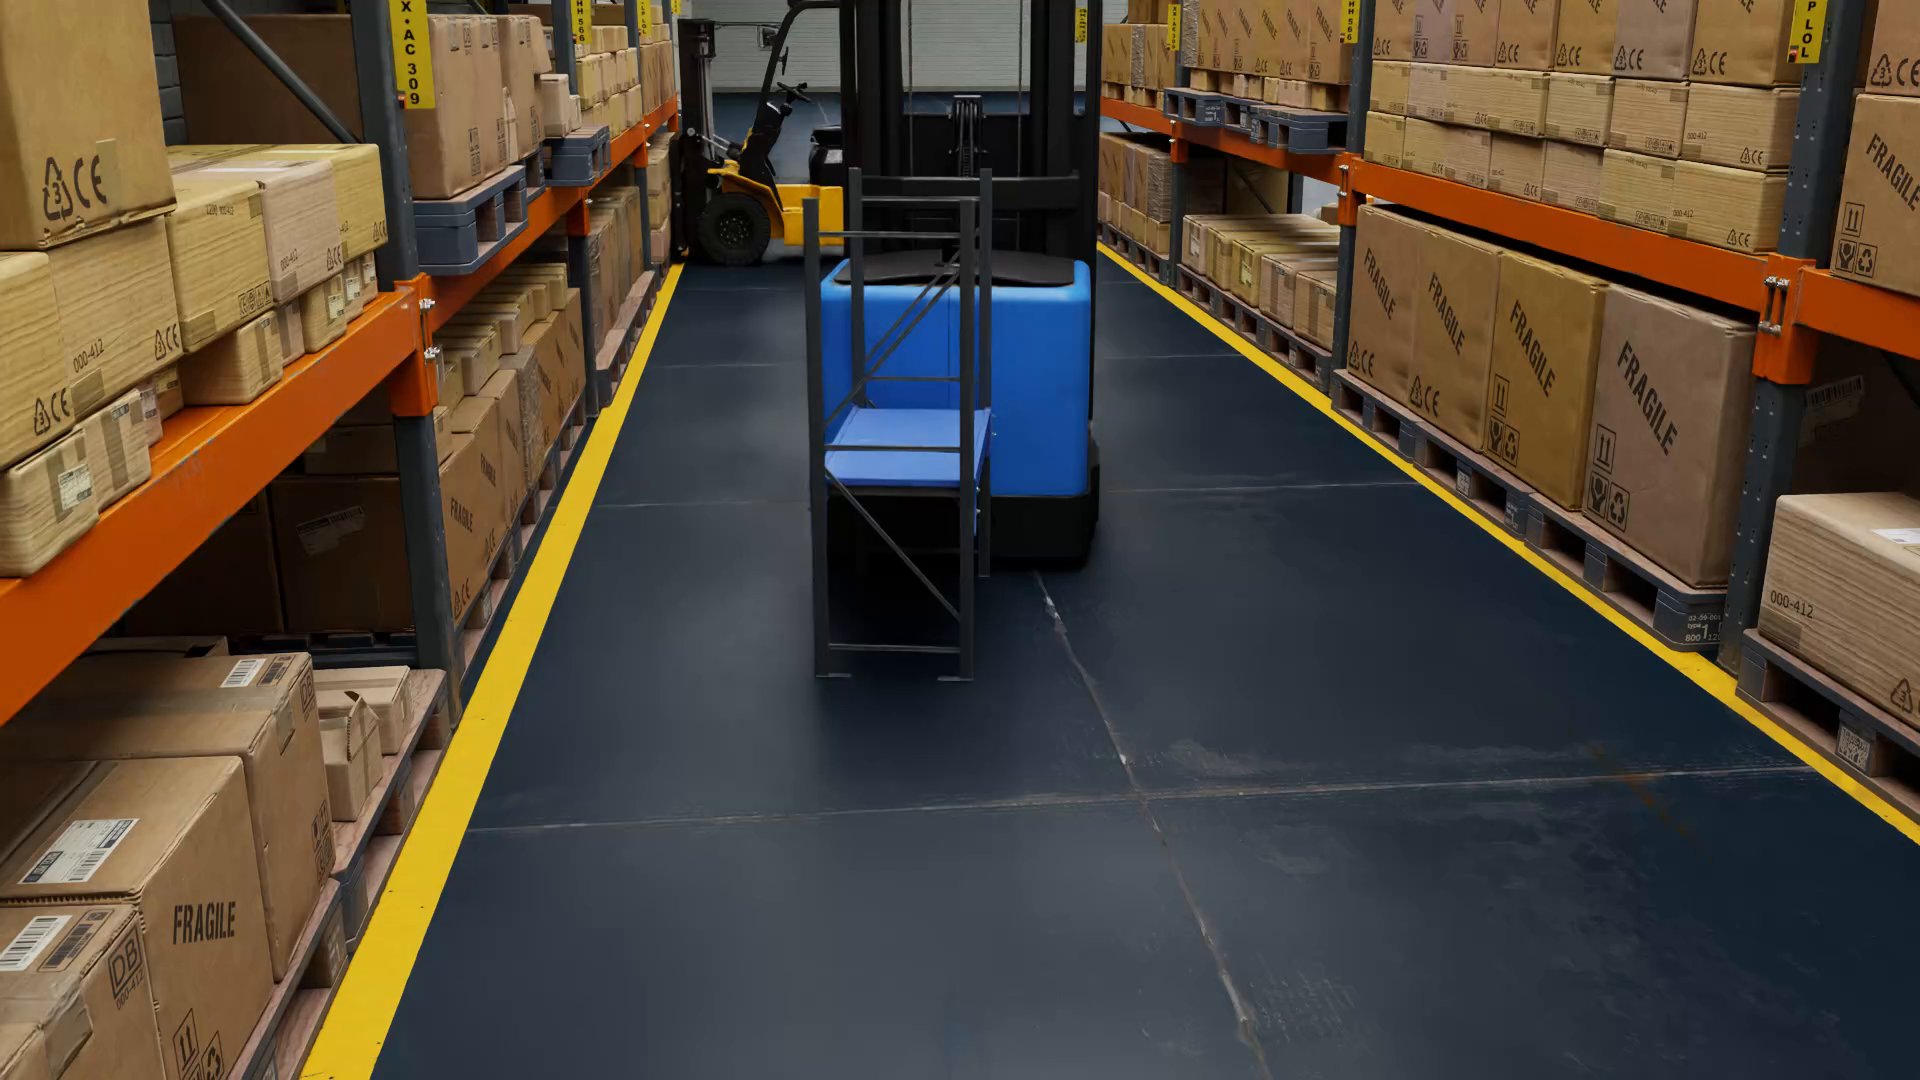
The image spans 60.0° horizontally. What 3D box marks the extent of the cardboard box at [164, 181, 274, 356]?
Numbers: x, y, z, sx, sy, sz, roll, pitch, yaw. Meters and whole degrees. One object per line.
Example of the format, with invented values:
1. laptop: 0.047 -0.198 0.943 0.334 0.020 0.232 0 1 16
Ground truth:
1. cardboard box: -1.585 -0.498 3.010 0.500 0.250 0.500 -2 18 -6

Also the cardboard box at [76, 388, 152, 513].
1. cardboard box: -1.464 -0.128 2.496 0.380 0.149 0.250 -1 17 -4

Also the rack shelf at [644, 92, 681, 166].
1. rack shelf: -3.016 -3.506 14.038 1.077 0.370 4.000 -2 18 -6

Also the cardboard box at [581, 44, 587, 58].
1. cardboard box: -2.166 -2.602 8.708 0.380 0.149 0.250 -1 17 -4

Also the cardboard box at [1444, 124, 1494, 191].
1. cardboard box: 2.459 -1.682 7.277 0.500 0.250 0.500 -1 17 -4

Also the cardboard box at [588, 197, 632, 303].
1. cardboard box: -2.672 -1.934 11.093 0.875 0.625 0.625 -2 18 -6

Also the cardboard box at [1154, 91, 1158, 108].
1. cardboard box: 1.797 -3.603 13.565 0.380 0.149 0.250 -2 18 -6

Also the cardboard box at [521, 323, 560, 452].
1. cardboard box: -2.042 -0.645 7.195 0.500 0.500 0.500 -1 17 -3

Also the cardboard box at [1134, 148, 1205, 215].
1. cardboard box: 1.745 -2.973 13.778 0.500 0.500 0.500 -1 17 -5

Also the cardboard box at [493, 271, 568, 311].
1. cardboard box: -2.035 -1.159 7.750 0.380 0.149 0.250 -3 18 -9

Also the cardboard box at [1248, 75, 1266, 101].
1. cardboard box: 2.033 -2.846 10.453 0.380 0.149 0.250 -2 18 -7

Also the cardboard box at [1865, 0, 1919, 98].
1. cardboard box: 2.760 -1.400 4.291 0.500 0.500 0.500 -2 18 -5

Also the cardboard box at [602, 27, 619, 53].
1. cardboard box: -2.288 -3.059 10.164 0.380 0.149 0.250 -2 18 -7

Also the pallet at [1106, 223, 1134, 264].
1. pallet: 1.894 -2.641 14.736 1.003 0.211 1.213 -2 18 -6

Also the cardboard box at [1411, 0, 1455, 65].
1. cardboard box: 2.408 -2.439 7.601 0.500 0.500 0.500 -2 18 -5

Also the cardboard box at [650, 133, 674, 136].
1. cardboard box: -2.865 -3.683 15.621 0.500 0.250 0.500 -1 17 -4

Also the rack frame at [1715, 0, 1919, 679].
1. rack frame: 2.952 -1.024 4.932 1.000 3.000 0.127 -2 18 -6

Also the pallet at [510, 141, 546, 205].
1. pallet: -2.192 -1.391 6.419 1.003 0.211 1.213 -2 18 -6

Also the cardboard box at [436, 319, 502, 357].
1. cardboard box: -2.011 -0.769 6.507 0.380 0.149 0.250 -2 18 -5

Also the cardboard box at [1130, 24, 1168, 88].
1. cardboard box: 1.716 -4.030 13.841 0.500 0.500 0.500 -1 17 -4

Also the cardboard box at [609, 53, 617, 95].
1. cardboard box: -2.364 -2.825 10.085 0.500 0.250 0.500 -2 17 -5

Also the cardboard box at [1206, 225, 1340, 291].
1. cardboard box: 2.261 -1.984 11.675 0.950 0.372 0.625 -1 17 -2

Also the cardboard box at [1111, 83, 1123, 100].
1. cardboard box: 1.571 -4.063 15.029 0.380 0.149 0.250 -1 17 -4

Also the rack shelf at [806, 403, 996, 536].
1. rack shelf: -0.173 -0.255 5.585 0.538 0.185 1.000 1 17 4

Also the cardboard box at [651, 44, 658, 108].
1. cardboard box: -2.719 -3.747 13.437 0.500 0.500 0.500 -2 18 -6

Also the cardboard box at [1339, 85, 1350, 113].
1. cardboard box: 2.272 -2.387 8.990 0.380 0.149 0.250 -1 17 -4

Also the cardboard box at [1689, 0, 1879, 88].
1. cardboard box: 2.656 -1.674 5.166 0.500 0.500 0.500 -1 17 -4

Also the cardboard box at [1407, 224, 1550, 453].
1. cardboard box: 2.616 -0.928 7.473 0.875 0.875 0.875 -2 17 -5

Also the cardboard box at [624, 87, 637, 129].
1. cardboard box: -2.440 -2.890 11.125 0.500 0.250 0.500 -2 18 -6

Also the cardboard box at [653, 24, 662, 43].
1. cardboard box: -2.751 -4.326 14.199 0.380 0.149 0.250 -2 18 -5

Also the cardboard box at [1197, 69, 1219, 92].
1. cardboard box: 1.887 -3.239 11.705 0.380 0.149 0.250 -1 17 -5

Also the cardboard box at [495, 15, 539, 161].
1. cardboard box: -1.946 -1.657 6.079 0.700 0.500 0.500 -2 18 -6

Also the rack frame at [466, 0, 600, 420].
1. rack frame: -2.397 -2.062 8.236 1.000 3.000 0.127 -2 18 -6

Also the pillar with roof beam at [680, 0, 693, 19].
1. pillar with roof beam: -2.859 -16.143 43.073 9.100 9.000 0.400 -2 18 -6

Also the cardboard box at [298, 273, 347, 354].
1. cardboard box: -1.601 -0.509 3.710 0.380 0.149 0.250 -1 17 -4

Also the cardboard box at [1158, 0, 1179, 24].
1. cardboard box: 2.097 -4.668 14.205 0.700 0.500 0.500 -2 18 -6

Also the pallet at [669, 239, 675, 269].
1. pallet: -2.979 -2.525 14.369 1.003 0.211 1.213 -2 18 -6

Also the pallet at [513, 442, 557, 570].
1. pallet: -2.235 -0.145 6.786 1.003 0.211 1.213 -2 18 -6

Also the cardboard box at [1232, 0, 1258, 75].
1. cardboard box: 2.043 -3.200 10.496 0.500 0.500 0.500 -2 18 -8

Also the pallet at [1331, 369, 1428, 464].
1. pallet: 2.546 -0.648 8.390 1.003 0.211 1.213 -2 18 -6

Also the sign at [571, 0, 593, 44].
1. sign: -1.858 -2.596 8.137 0.100 0.325 0.005 -2 18 -6

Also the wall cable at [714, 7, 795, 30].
1. wall cable: -6.130 -15.447 46.041 3.097 2.526 0.112 -2 18 -6

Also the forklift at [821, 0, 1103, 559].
1. forklift: 0.062 -1.721 7.266 1.130 2.935 3.031 1 17 4

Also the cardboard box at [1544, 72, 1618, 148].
1. cardboard box: 2.547 -1.618 6.238 0.500 0.250 0.500 -1 17 -4

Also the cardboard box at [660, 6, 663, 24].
1. cardboard box: -2.777 -4.544 14.395 0.380 0.149 0.250 -1 17 -4

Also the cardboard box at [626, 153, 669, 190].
1. cardboard box: -2.590 -2.925 13.207 0.500 0.250 0.500 -2 18 -6

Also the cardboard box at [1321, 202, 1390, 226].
1. cardboard box: 3.370 -2.578 14.049 0.500 0.500 0.500 11 21 32

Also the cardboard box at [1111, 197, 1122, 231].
1. cardboard box: 1.637 -2.925 14.874 0.500 0.250 0.500 -1 17 -2

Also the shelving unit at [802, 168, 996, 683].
1. shelving unit: -0.173 -0.426 5.531 0.538 1.500 1.048 1 17 4

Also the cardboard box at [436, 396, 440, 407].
1. cardboard box: -1.862 -0.382 5.276 0.380 0.149 0.250 -2 18 -7

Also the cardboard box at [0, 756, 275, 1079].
1. cardboard box: -1.545 0.713 2.872 0.500 0.500 0.500 -1 17 -5

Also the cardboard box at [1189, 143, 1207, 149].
1. cardboard box: 2.216 -3.152 14.346 0.500 0.500 0.500 -1 17 -3

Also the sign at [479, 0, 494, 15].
1. sign: -3.362 -3.686 11.834 0.100 0.325 0.005 -2 18 -6

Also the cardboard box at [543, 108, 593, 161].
1. cardboard box: -2.200 -2.130 8.703 0.500 0.250 0.500 -2 18 -5
